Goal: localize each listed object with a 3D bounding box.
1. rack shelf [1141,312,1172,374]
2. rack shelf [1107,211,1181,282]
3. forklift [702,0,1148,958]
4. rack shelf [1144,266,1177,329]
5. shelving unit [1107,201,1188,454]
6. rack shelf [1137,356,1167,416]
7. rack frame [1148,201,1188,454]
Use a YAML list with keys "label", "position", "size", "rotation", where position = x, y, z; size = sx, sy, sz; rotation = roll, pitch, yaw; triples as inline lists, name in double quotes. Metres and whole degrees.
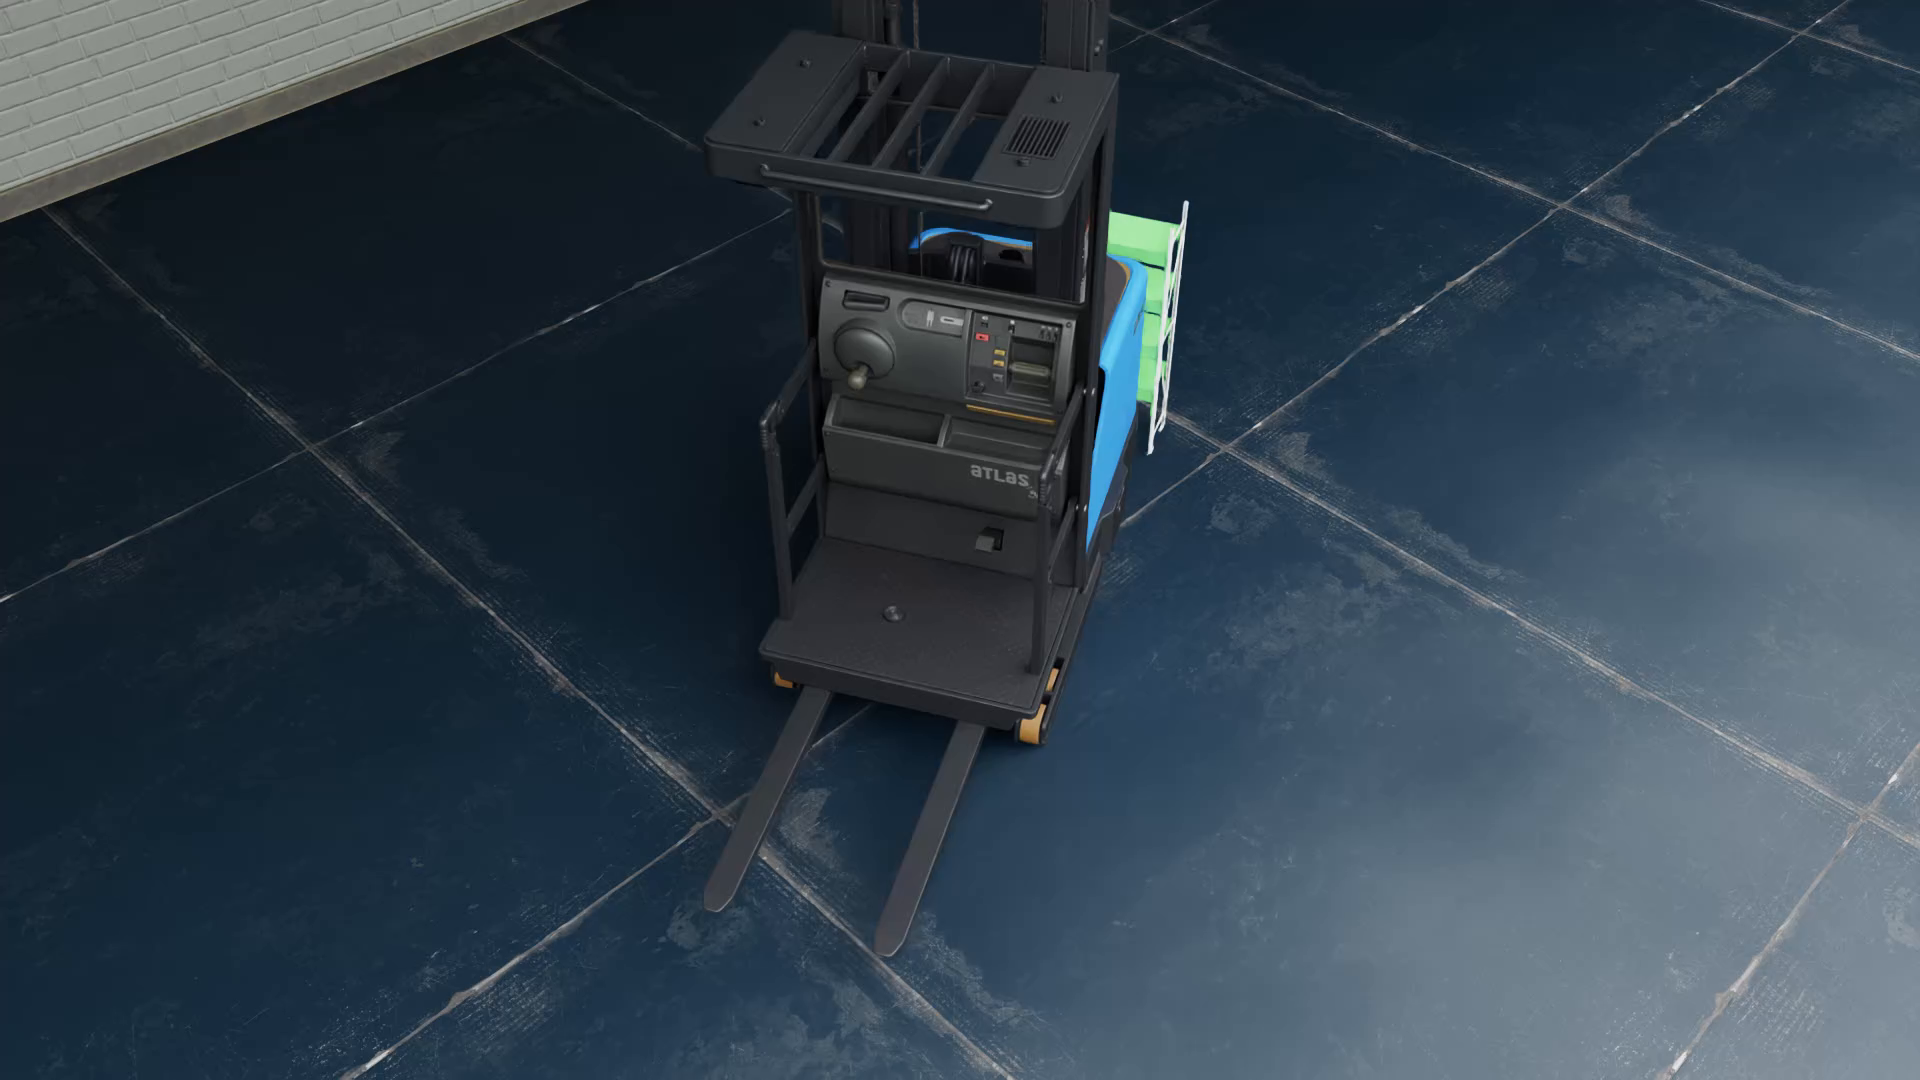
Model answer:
- label: "rack shelf"
  position: [0.688, -0.926, 7.461]
  size: [0.480, 0.148, 0.258]
  rotation: [14, 44, 15]
- label: "rack shelf"
  position: [0.688, -1.279, 7.136]
  size: [0.480, 0.148, 0.258]
  rotation: [14, 44, 15]
- label: "forklift"
  position: [-0.112, -0.596, 5.735]
  size: [1.130, 2.935, 3.031]
  rotation: [11, 44, 12]
- label: "rack shelf"
  position: [0.688, -1.103, 7.299]
  size: [0.480, 0.148, 0.258]
  rotation: [14, 44, 15]
- label: "shelving unit"
  position: [0.688, -0.973, 7.418]
  size: [0.503, 1.200, 0.258]
  rotation: [14, 44, 15]
- label: "rack shelf"
  position: [0.687, -0.749, 7.623]
  size: [0.480, 0.148, 0.258]
  rotation: [14, 44, 15]
- label: "rack frame"
  position: [0.916, -0.915, 7.355]
  size: [0.015, 1.200, 0.240]
  rotation: [14, 44, 15]
